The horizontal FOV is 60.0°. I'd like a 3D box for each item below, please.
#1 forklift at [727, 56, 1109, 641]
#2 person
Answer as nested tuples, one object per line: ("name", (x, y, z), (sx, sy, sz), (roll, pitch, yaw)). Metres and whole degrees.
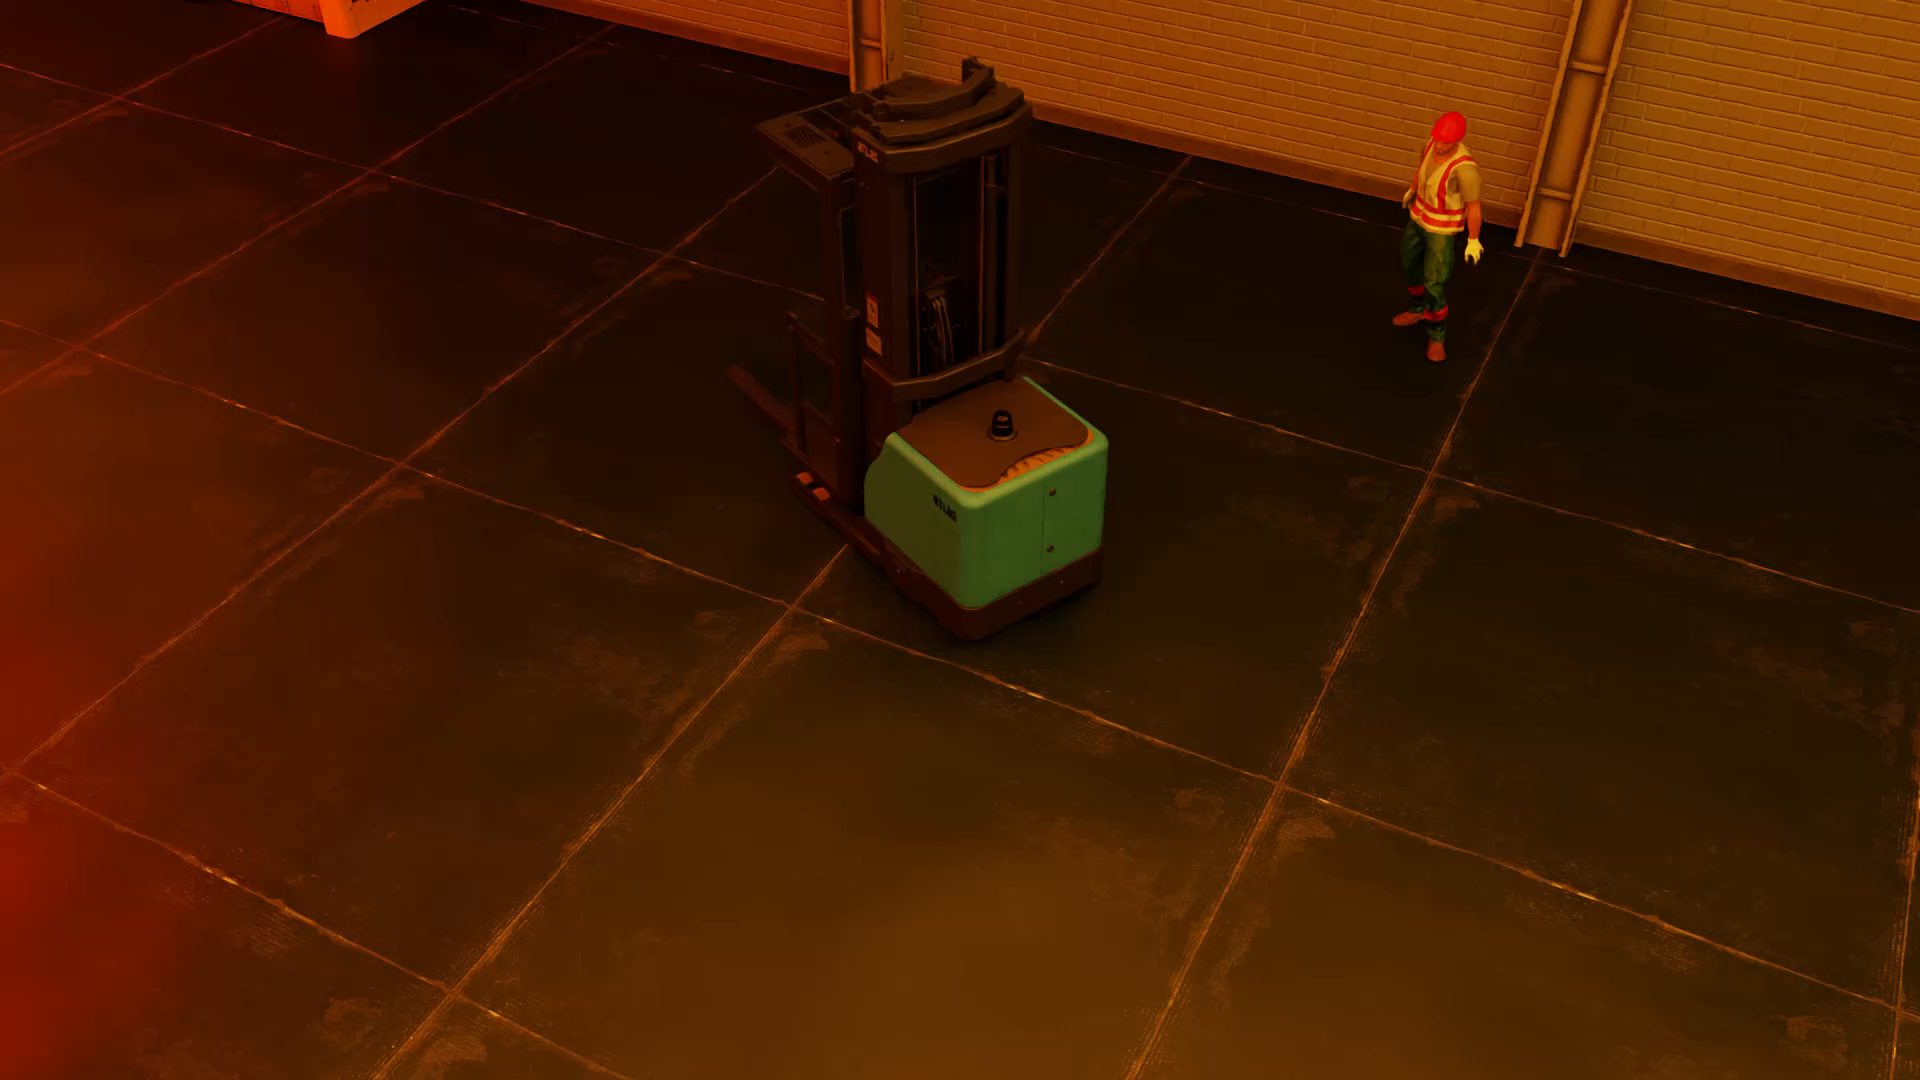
("forklift", (-0.424, -1.452, 9.711), (1.130, 2.935, 3.031), (-25, 46, -27))
("person", (3.277, -2.175, 11.505), (0.455, 1.747, 0.880), (-15, 42, -18))
